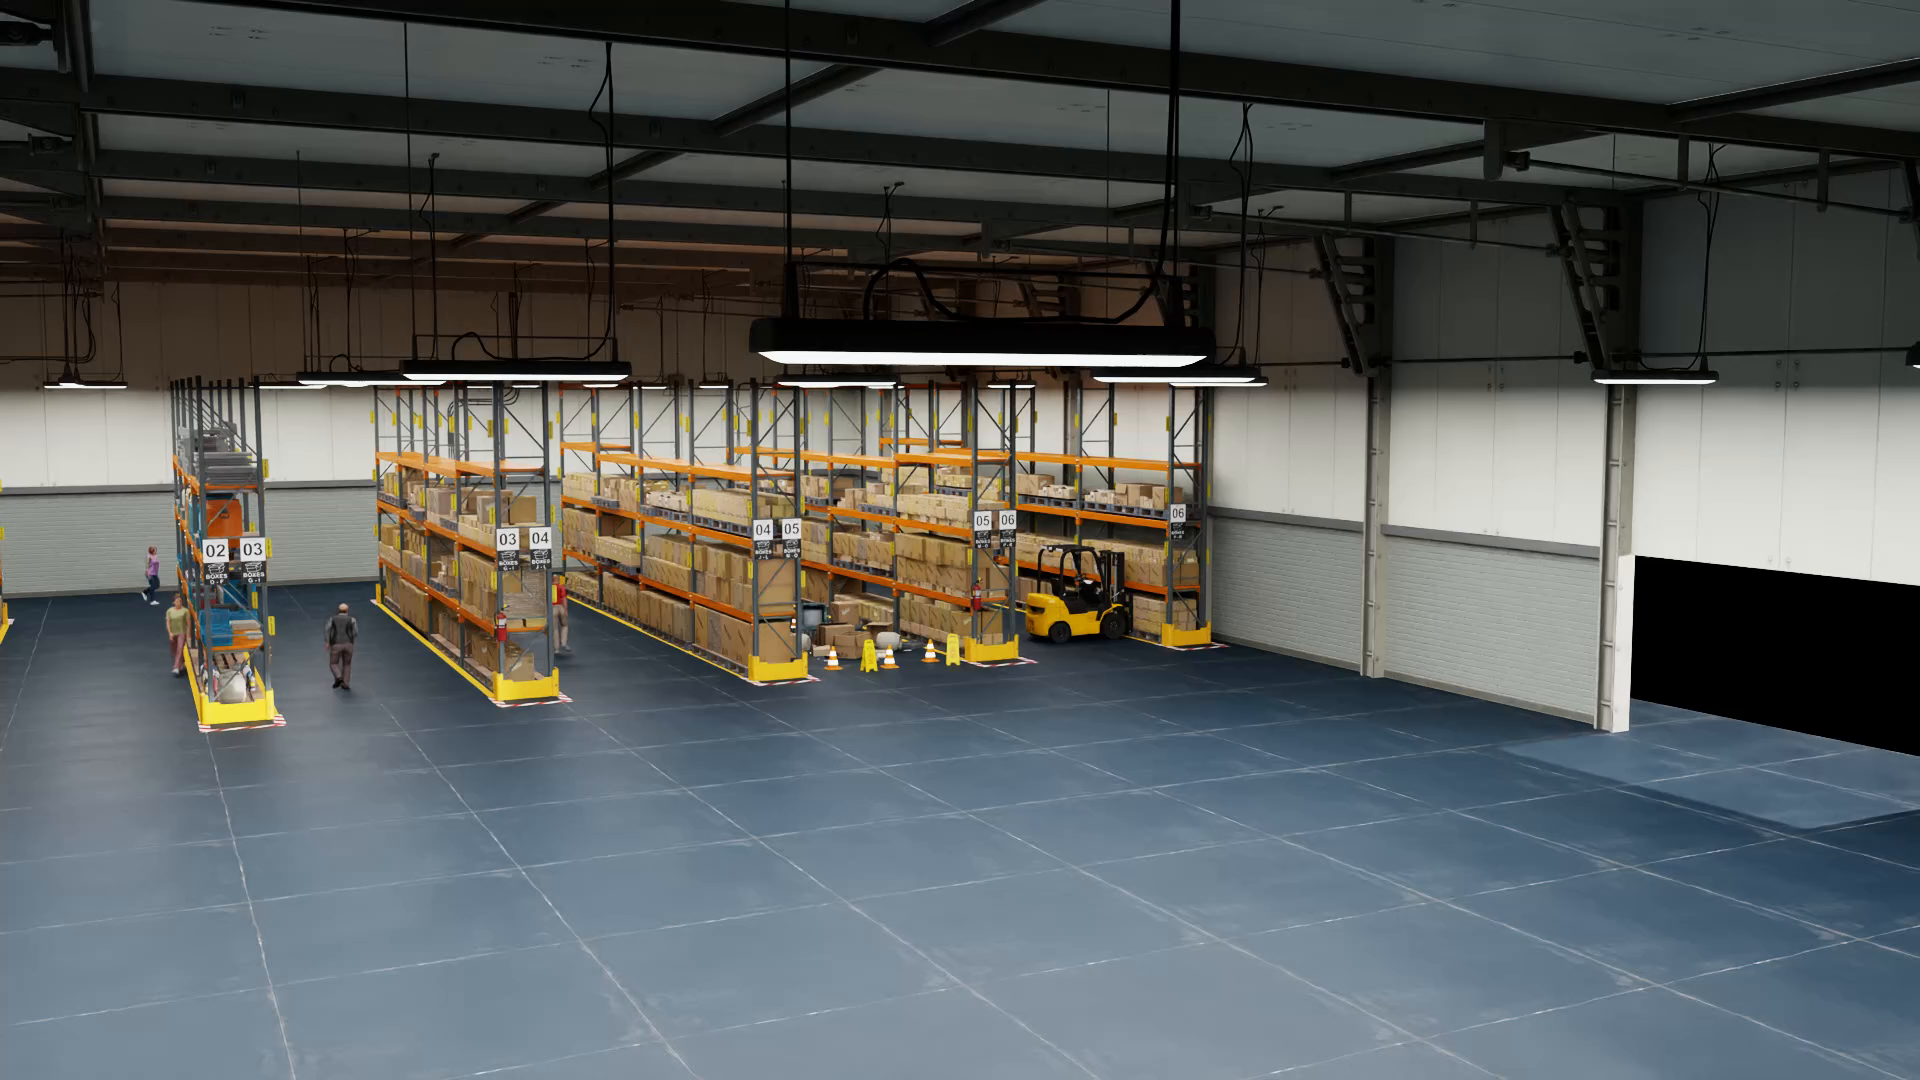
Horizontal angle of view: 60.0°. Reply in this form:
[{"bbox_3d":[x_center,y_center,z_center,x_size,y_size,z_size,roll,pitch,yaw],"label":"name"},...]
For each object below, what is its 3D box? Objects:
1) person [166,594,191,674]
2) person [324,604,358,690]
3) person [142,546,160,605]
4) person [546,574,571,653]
[{"bbox_3d":[-15.953,1.903,33.901,0.438,1.585,1.123,-1,5,-13],"label":"person"},{"bbox_3d":[-11.943,2.063,32.126,0.629,1.624,0.729,-3,6,-27],"label":"person"},{"bbox_3d":[-21.825,0.947,44.798,0.612,1.560,0.421,1,5,14],"label":"person"},{"bbox_3d":[-8.859,1.618,36.517,0.563,1.728,0.526,-1,5,-13],"label":"person"}]
